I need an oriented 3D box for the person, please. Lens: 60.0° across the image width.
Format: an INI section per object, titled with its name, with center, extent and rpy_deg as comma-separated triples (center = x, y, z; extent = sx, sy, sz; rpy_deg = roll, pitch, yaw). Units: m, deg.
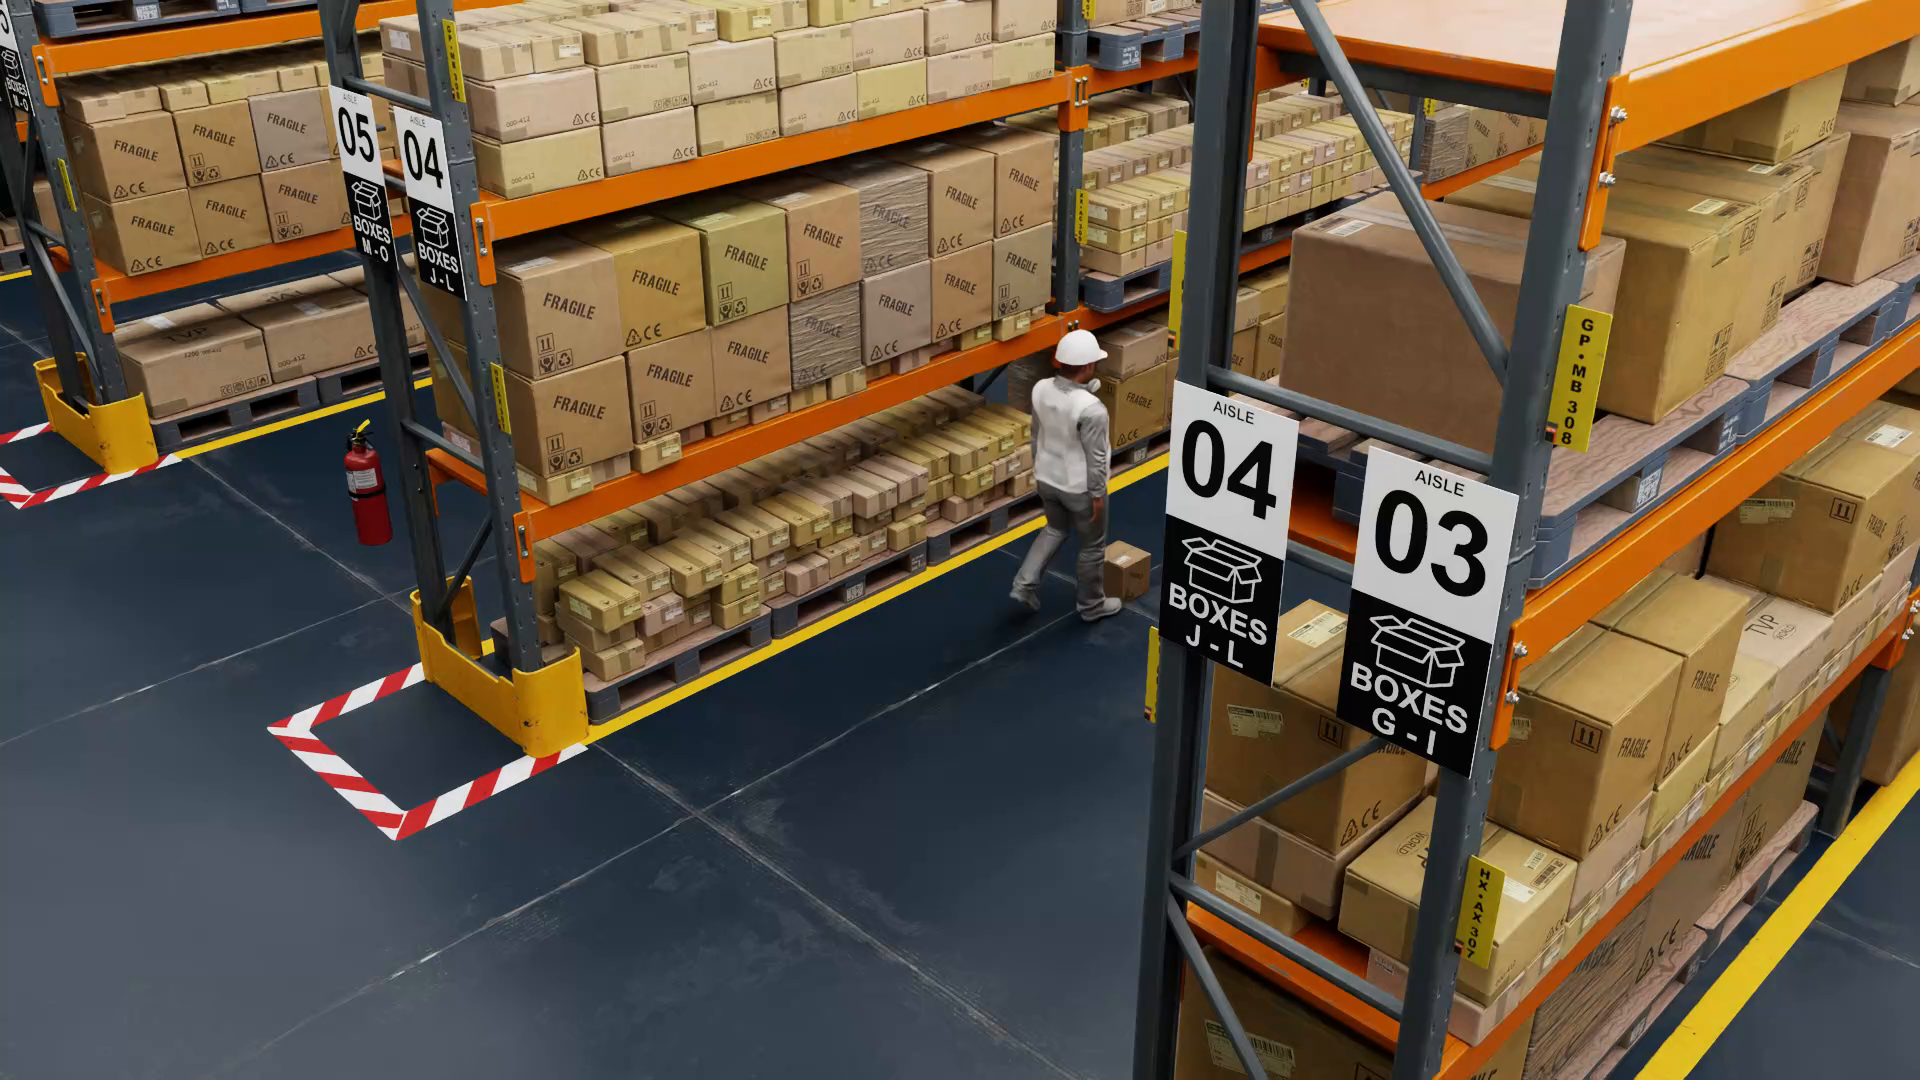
[person]
center = 0.633, -0.338, 9.220
extent = 0.559, 1.773, 0.633
rpy_deg = 25, 36, 39
